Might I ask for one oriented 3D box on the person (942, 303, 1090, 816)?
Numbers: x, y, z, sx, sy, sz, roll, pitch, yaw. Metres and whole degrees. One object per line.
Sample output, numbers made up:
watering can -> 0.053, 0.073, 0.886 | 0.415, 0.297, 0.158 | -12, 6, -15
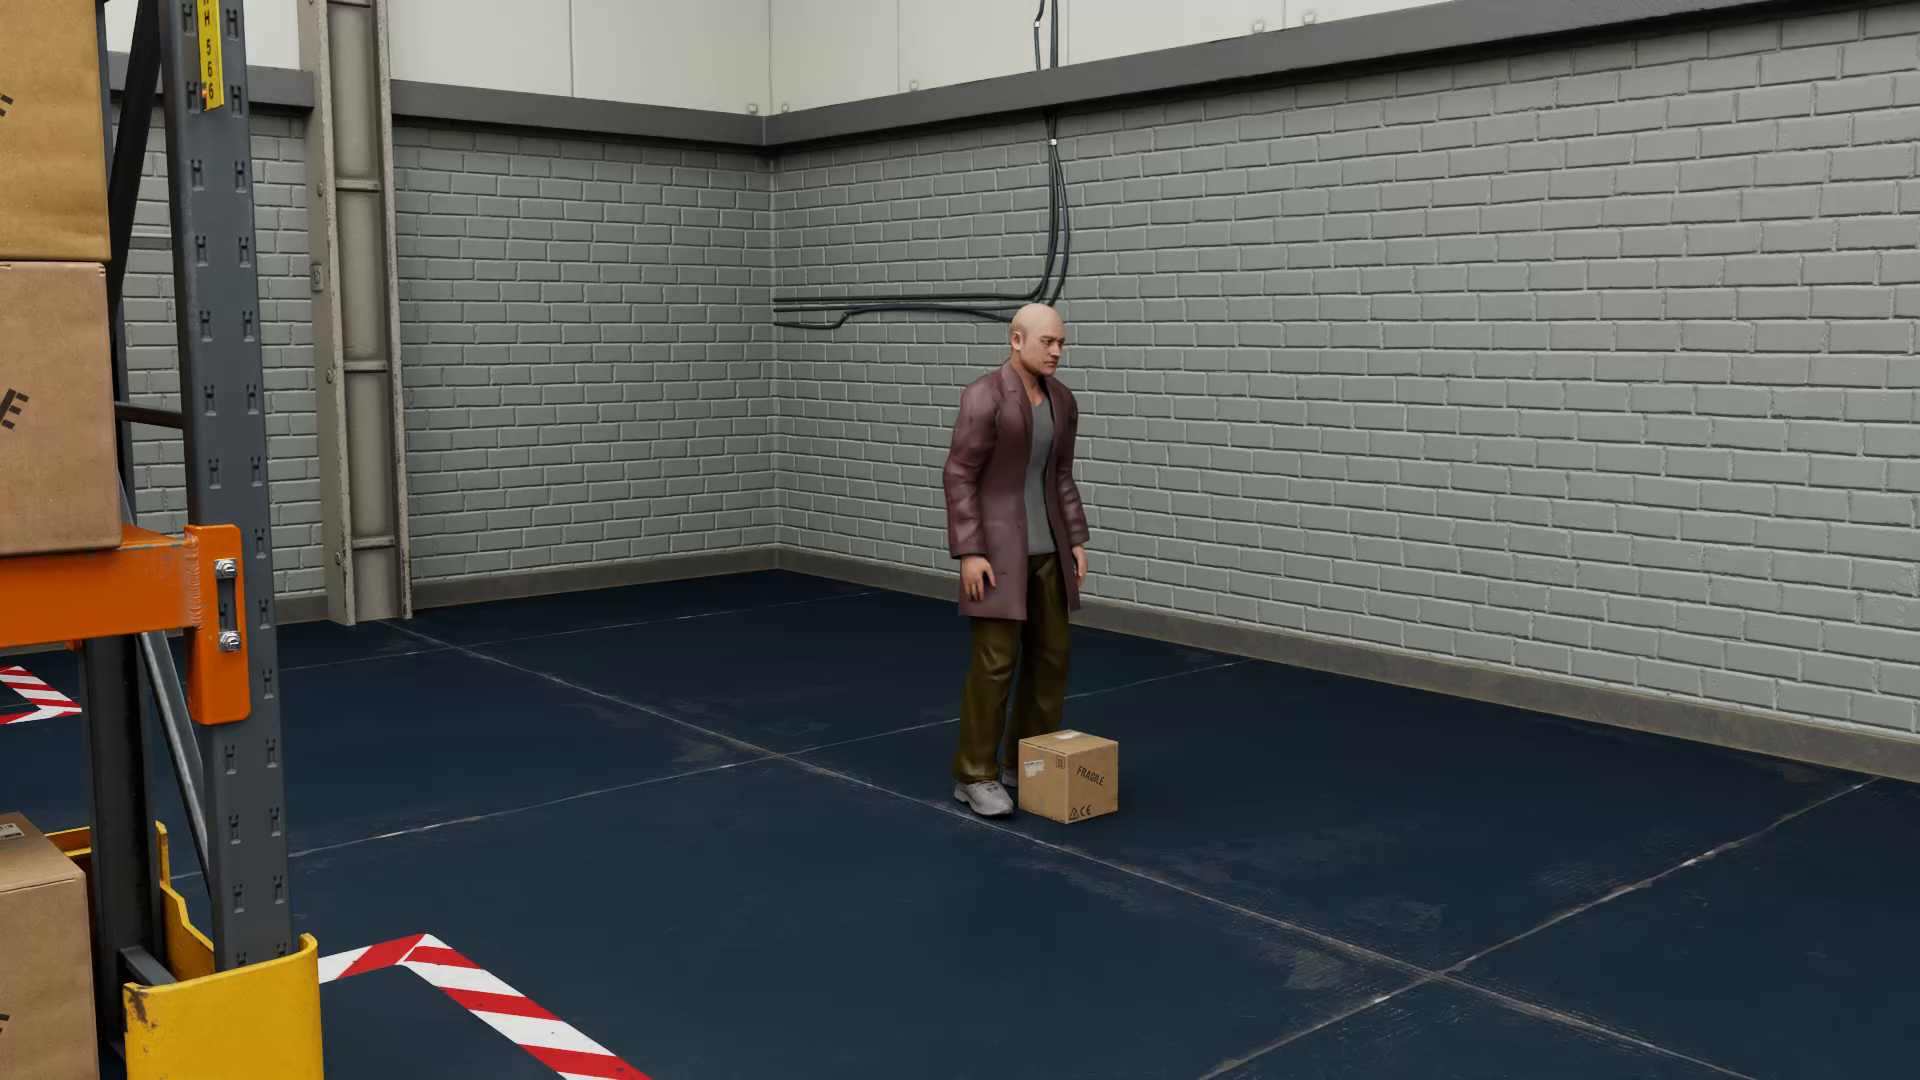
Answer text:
person -> 0.216, 0.050, 5.939 | 0.653, 1.774, 0.416 | -7, 10, -42
